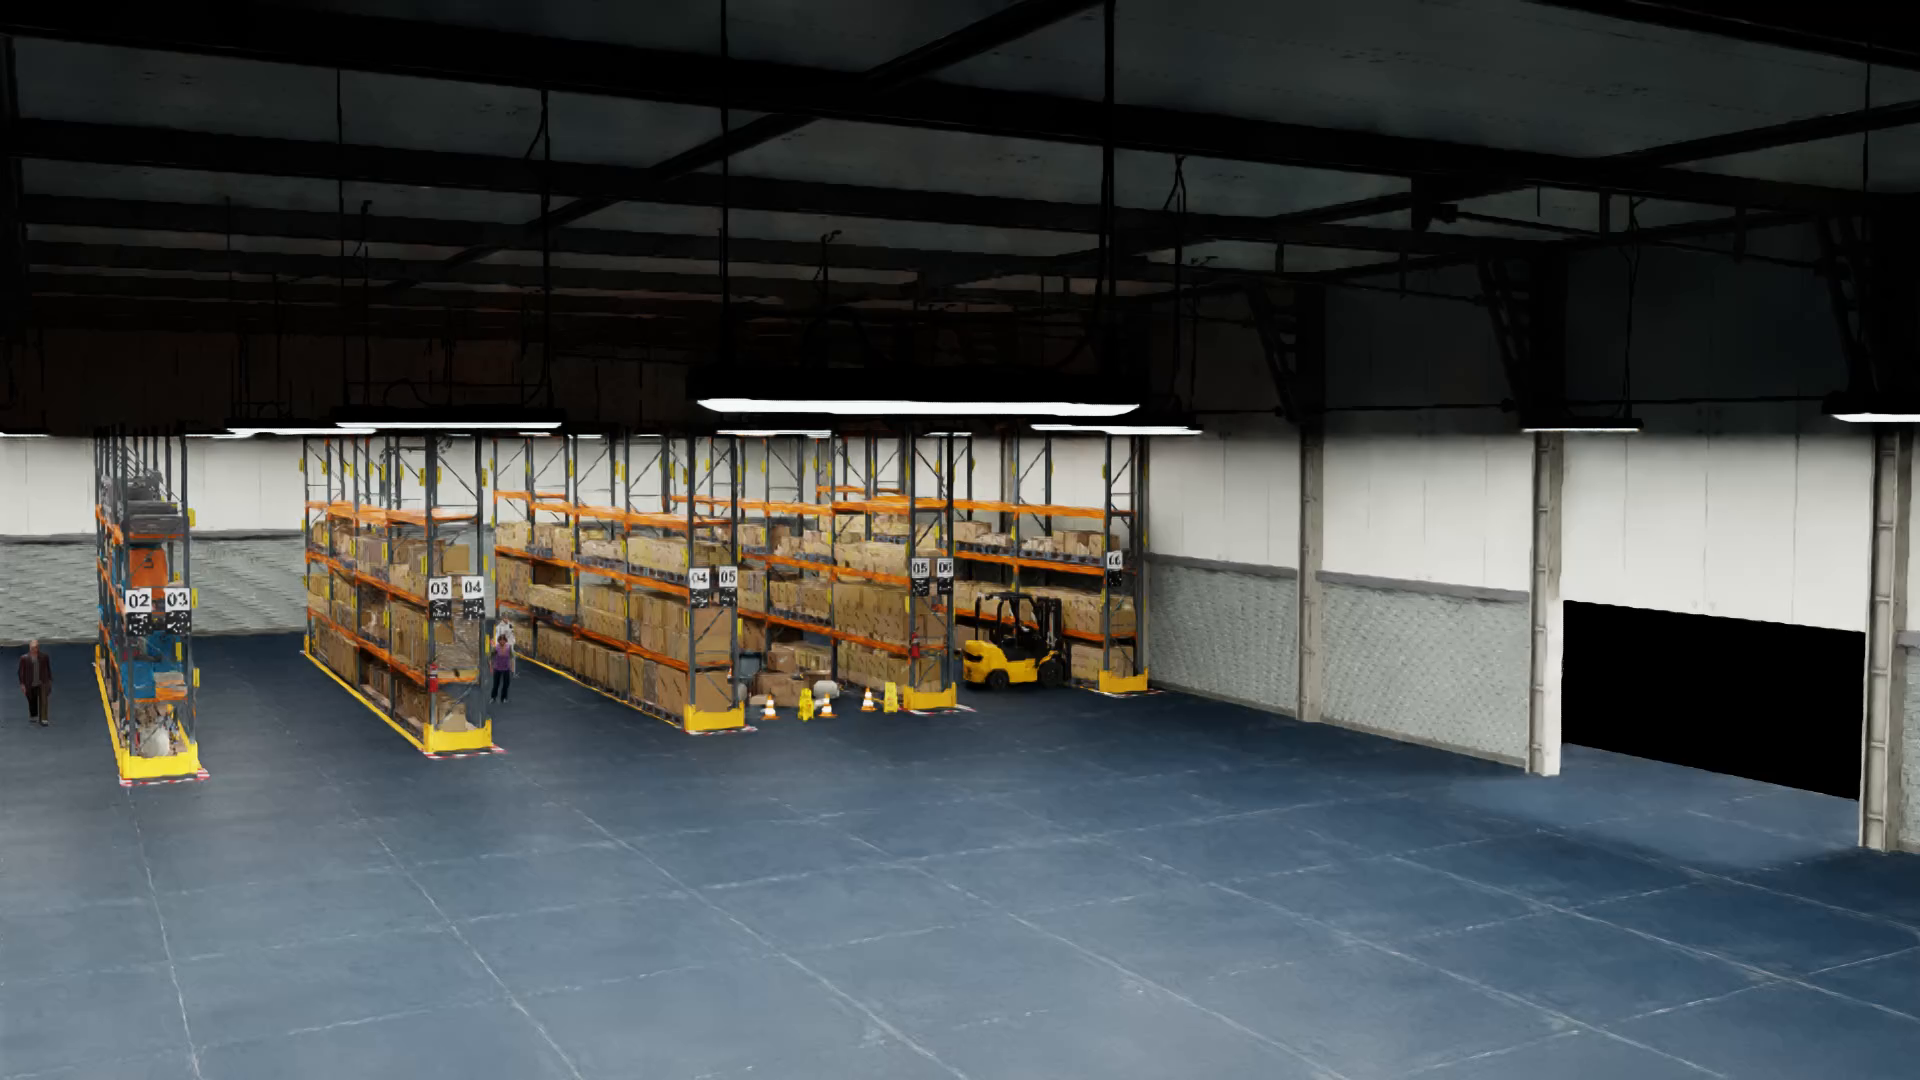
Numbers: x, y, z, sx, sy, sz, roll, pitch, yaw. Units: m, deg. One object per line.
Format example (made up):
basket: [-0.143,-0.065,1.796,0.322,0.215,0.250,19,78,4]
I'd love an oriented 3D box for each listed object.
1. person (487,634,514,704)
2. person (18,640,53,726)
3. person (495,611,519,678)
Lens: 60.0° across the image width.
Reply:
person: [-9.916,2.785,35.897,0.566,1.541,0.519,-2,4,-31]
person: [-18.465,2.844,33.197,0.585,1.698,1.193,-2,4,-27]
person: [-10.920,2.482,39.950,0.495,1.568,1.086,-2,4,-27]
